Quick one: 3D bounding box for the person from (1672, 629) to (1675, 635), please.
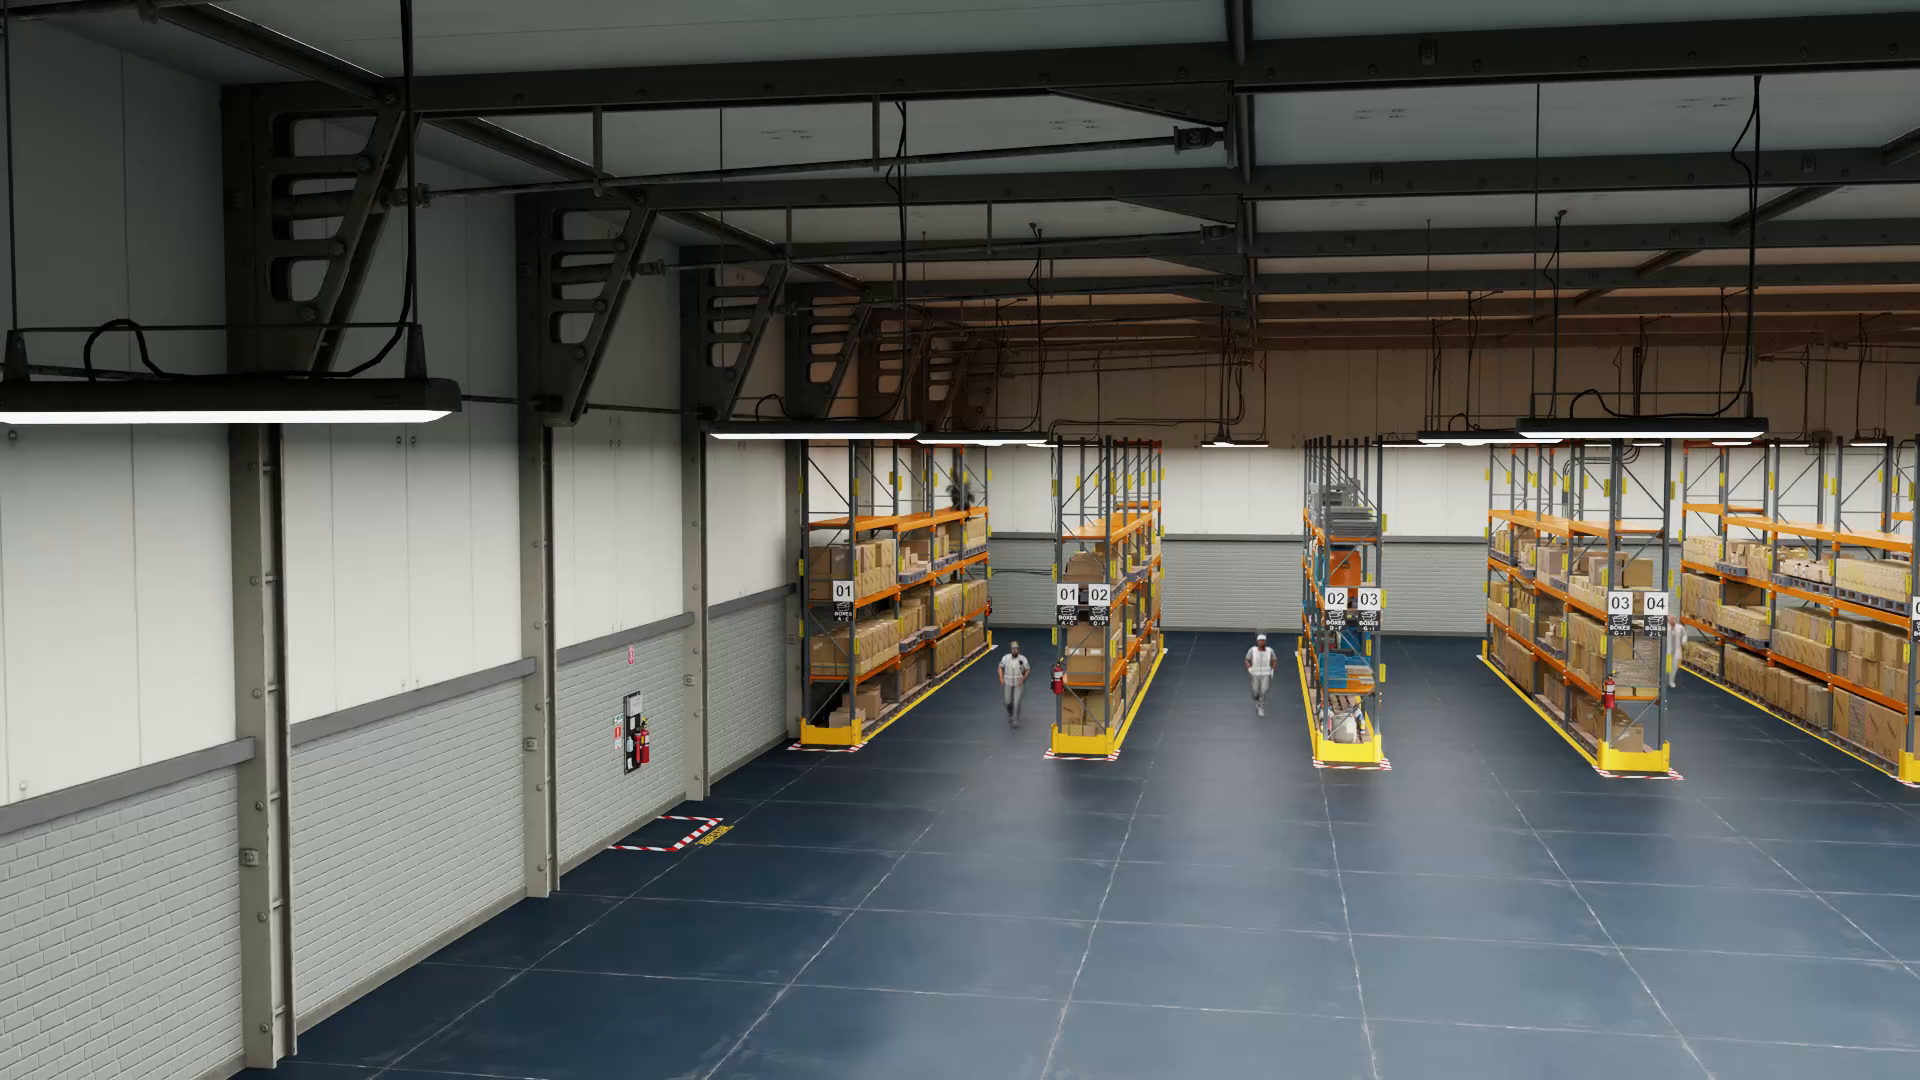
[{"bbox_3d":[17.238,2.213,40.191,0.073,0.147,0.076,1,3,12],"label":"person"}]

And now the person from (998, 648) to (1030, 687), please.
[{"bbox_3d":[1.115,2.613,34.536,0.668,0.894,0.453,0,3,7],"label":"person"}]

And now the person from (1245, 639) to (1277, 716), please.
[{"bbox_3d":[6.514,2.929,36.001,0.673,1.702,0.665,1,3,10],"label":"person"}]
